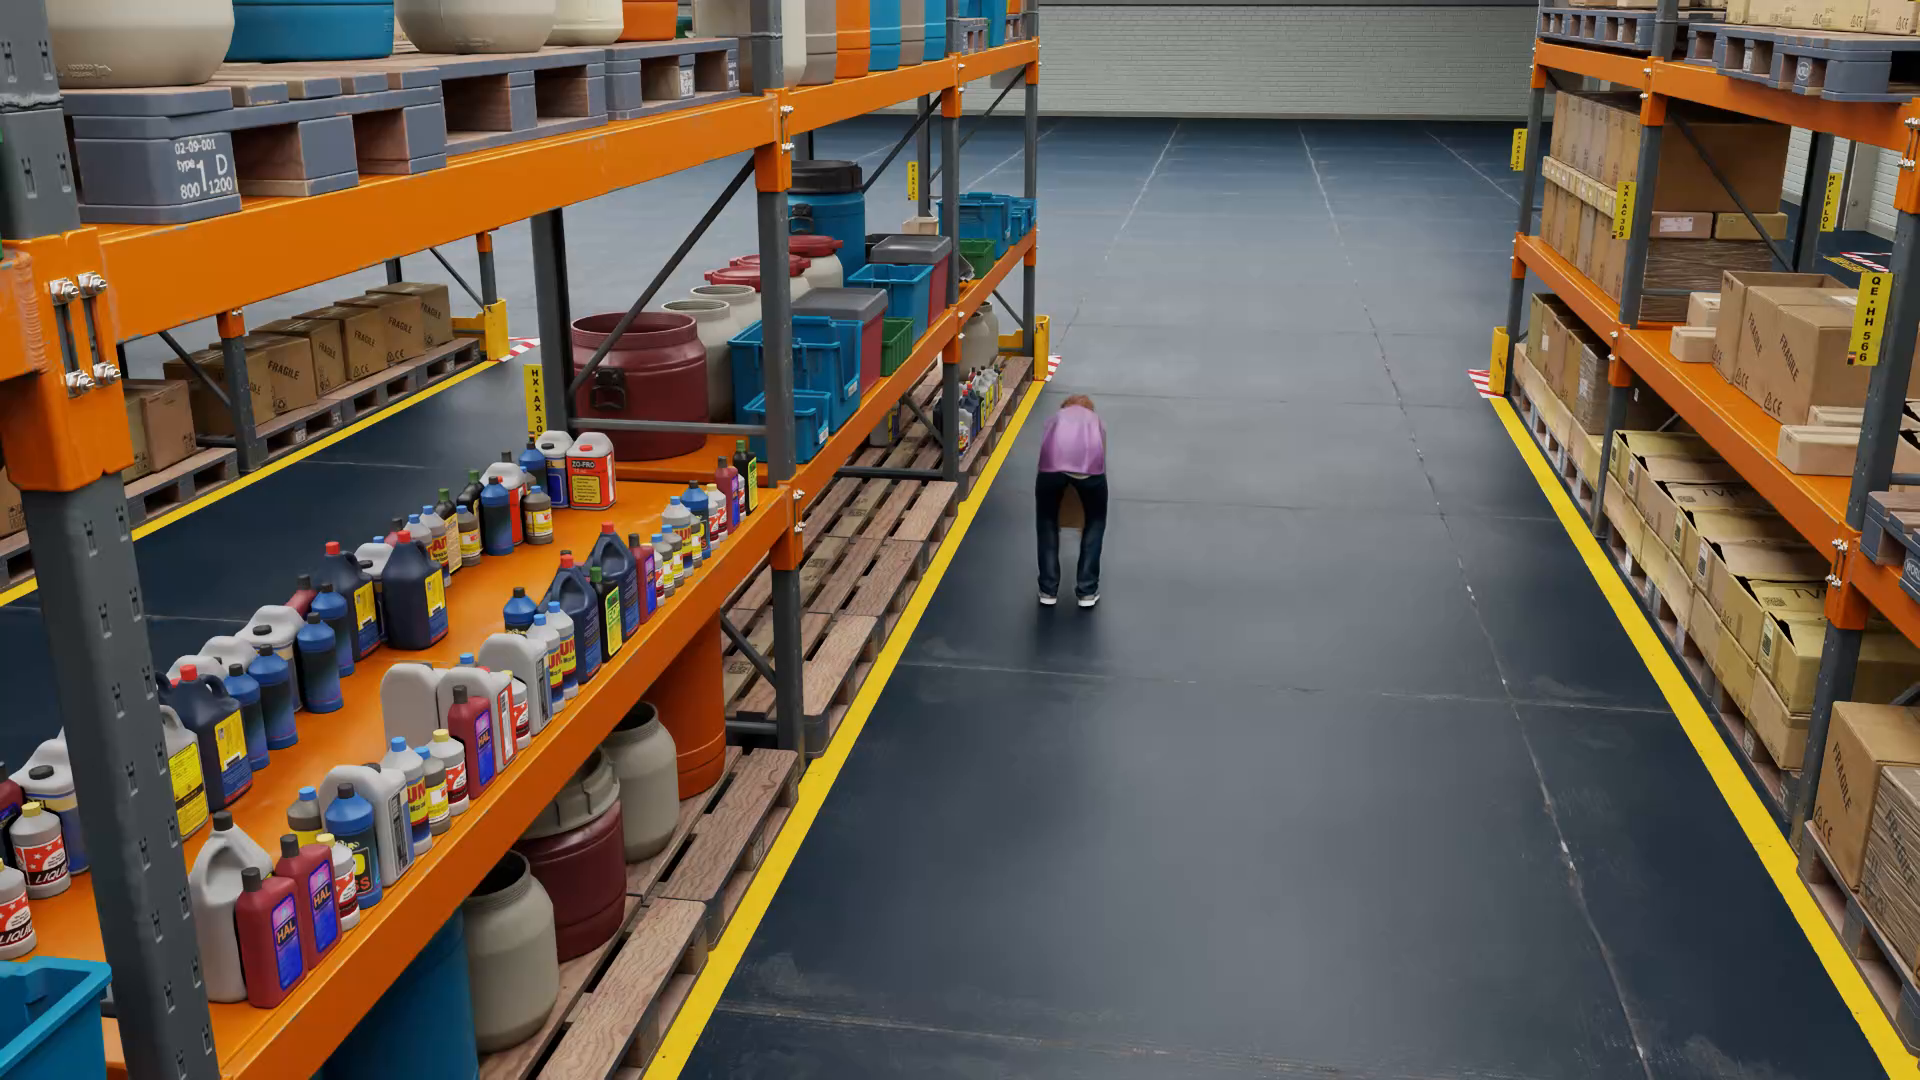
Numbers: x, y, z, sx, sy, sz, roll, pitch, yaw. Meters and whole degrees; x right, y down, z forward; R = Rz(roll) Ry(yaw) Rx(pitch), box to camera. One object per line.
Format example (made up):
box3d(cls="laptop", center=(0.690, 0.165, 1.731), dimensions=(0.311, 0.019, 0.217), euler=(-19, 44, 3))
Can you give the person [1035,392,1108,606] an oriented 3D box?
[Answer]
box3d(cls="person", center=(0.624, -0.225, 9.144), dimensions=(0.390, 1.047, 0.864), euler=(2, 18, 7))
